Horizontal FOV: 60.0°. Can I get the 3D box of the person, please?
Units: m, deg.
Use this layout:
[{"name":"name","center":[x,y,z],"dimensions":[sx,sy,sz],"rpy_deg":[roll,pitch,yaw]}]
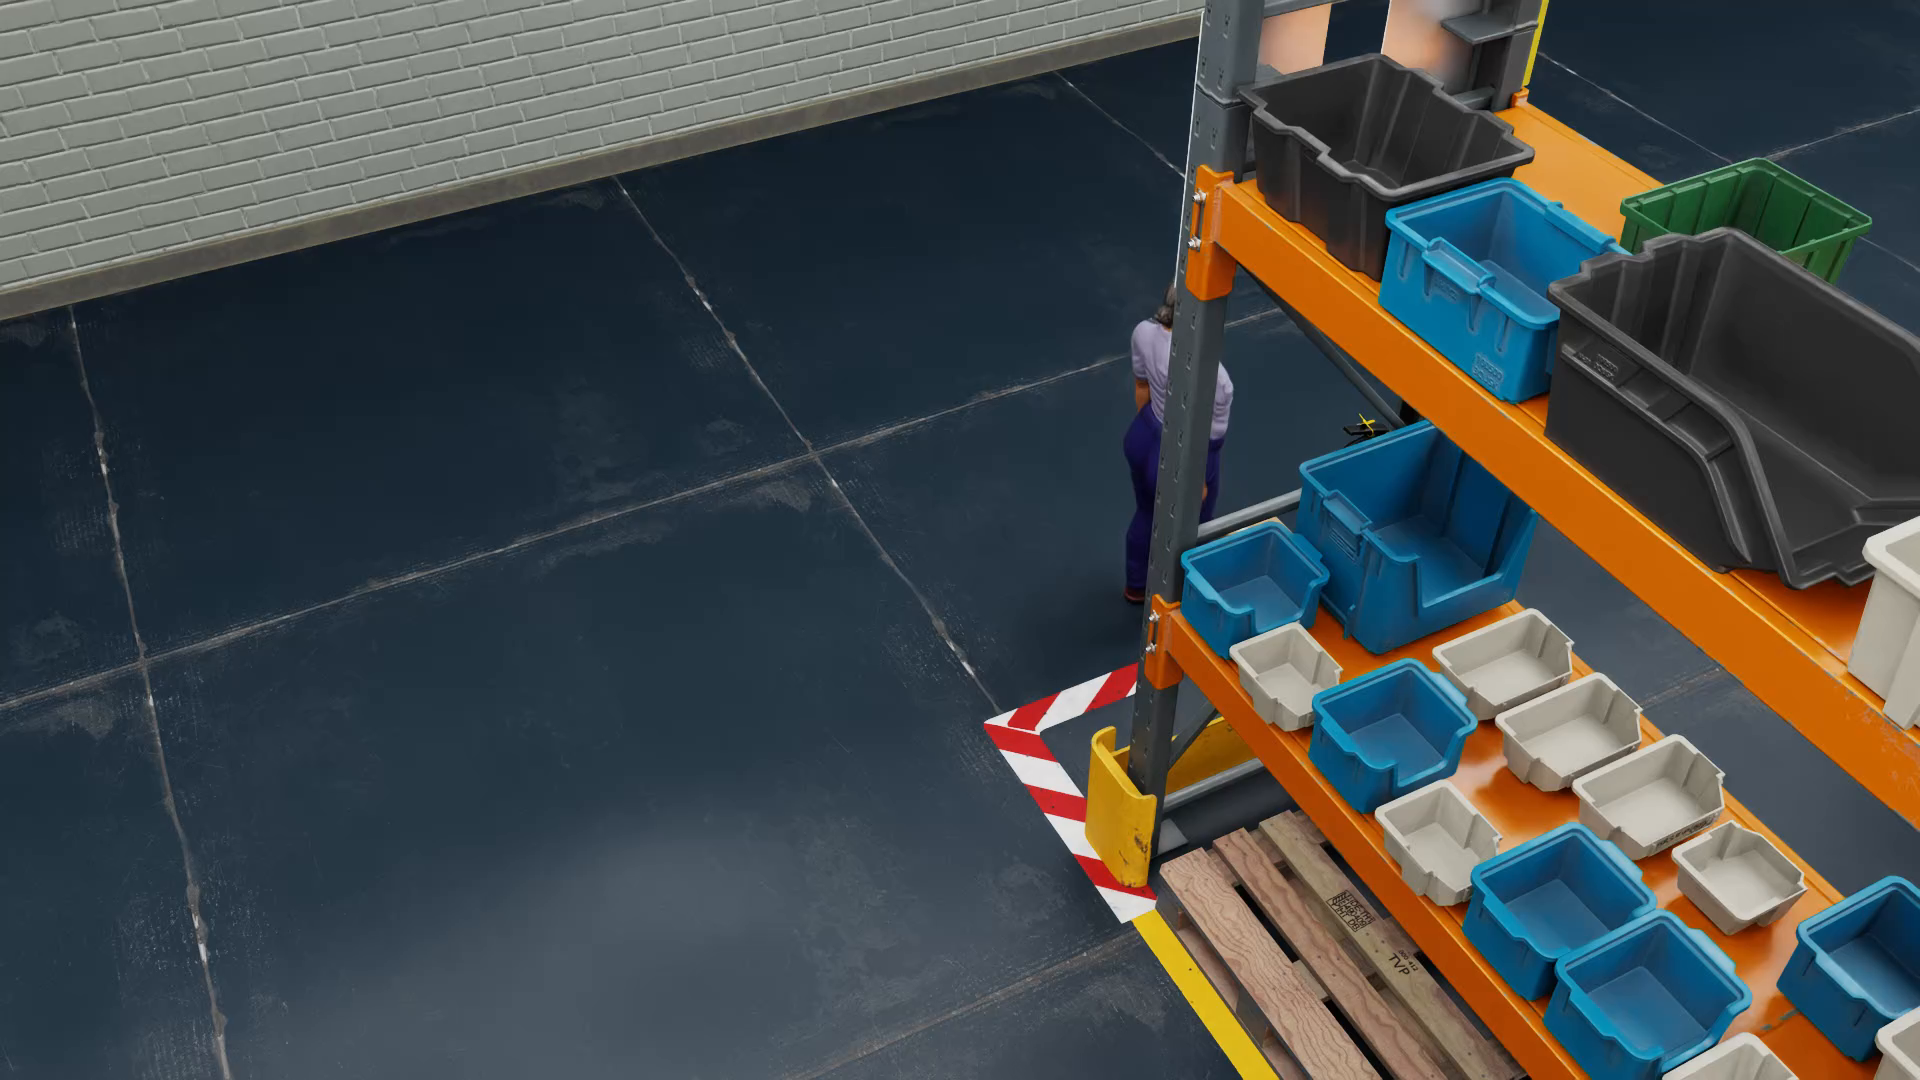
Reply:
[{"name":"person","center":[0.853,-0.333,6.539],"dimensions":[0.368,1.663,0.478],"rpy_deg":[-16,44,-17]}]
